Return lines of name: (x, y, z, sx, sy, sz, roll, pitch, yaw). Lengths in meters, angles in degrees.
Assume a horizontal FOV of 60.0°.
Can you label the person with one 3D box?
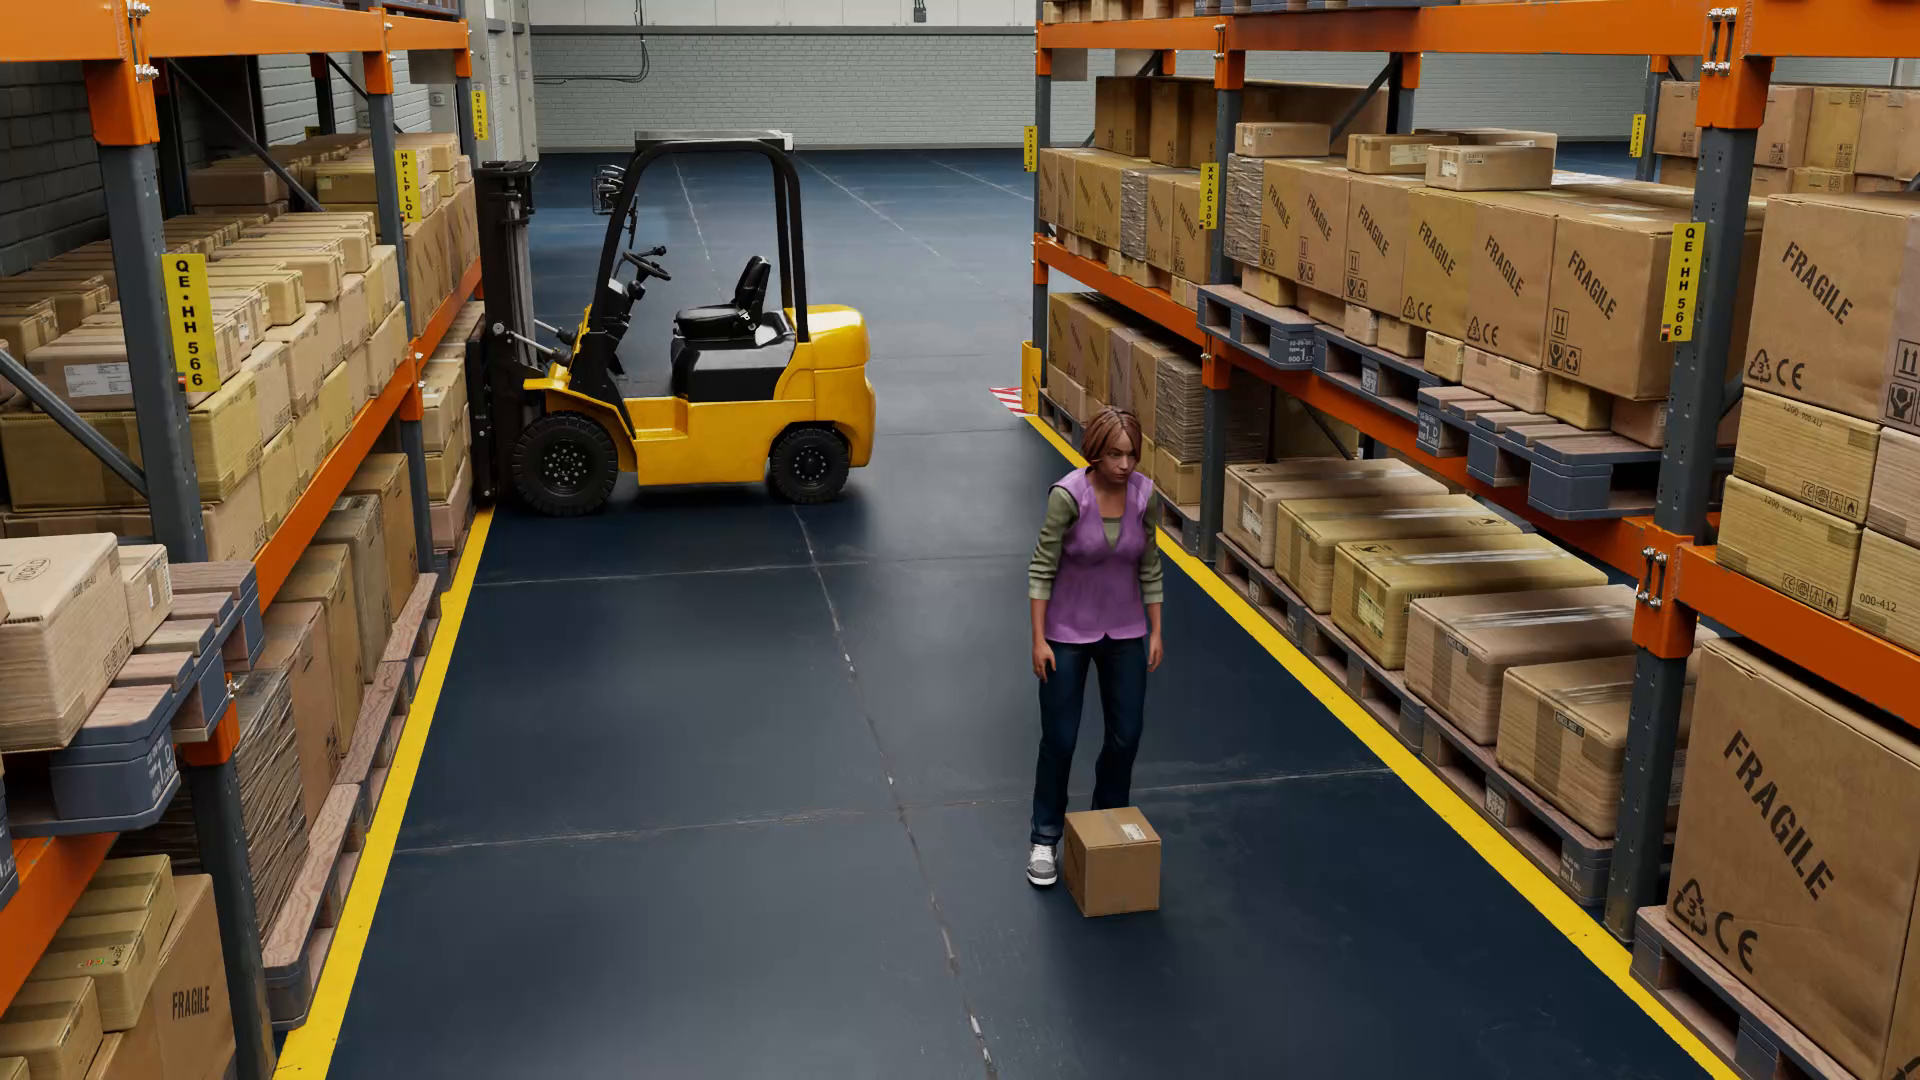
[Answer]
person: (0.444, 0.340, 5.424, 0.481, 1.591, 0.378, -4, 17, -14)
